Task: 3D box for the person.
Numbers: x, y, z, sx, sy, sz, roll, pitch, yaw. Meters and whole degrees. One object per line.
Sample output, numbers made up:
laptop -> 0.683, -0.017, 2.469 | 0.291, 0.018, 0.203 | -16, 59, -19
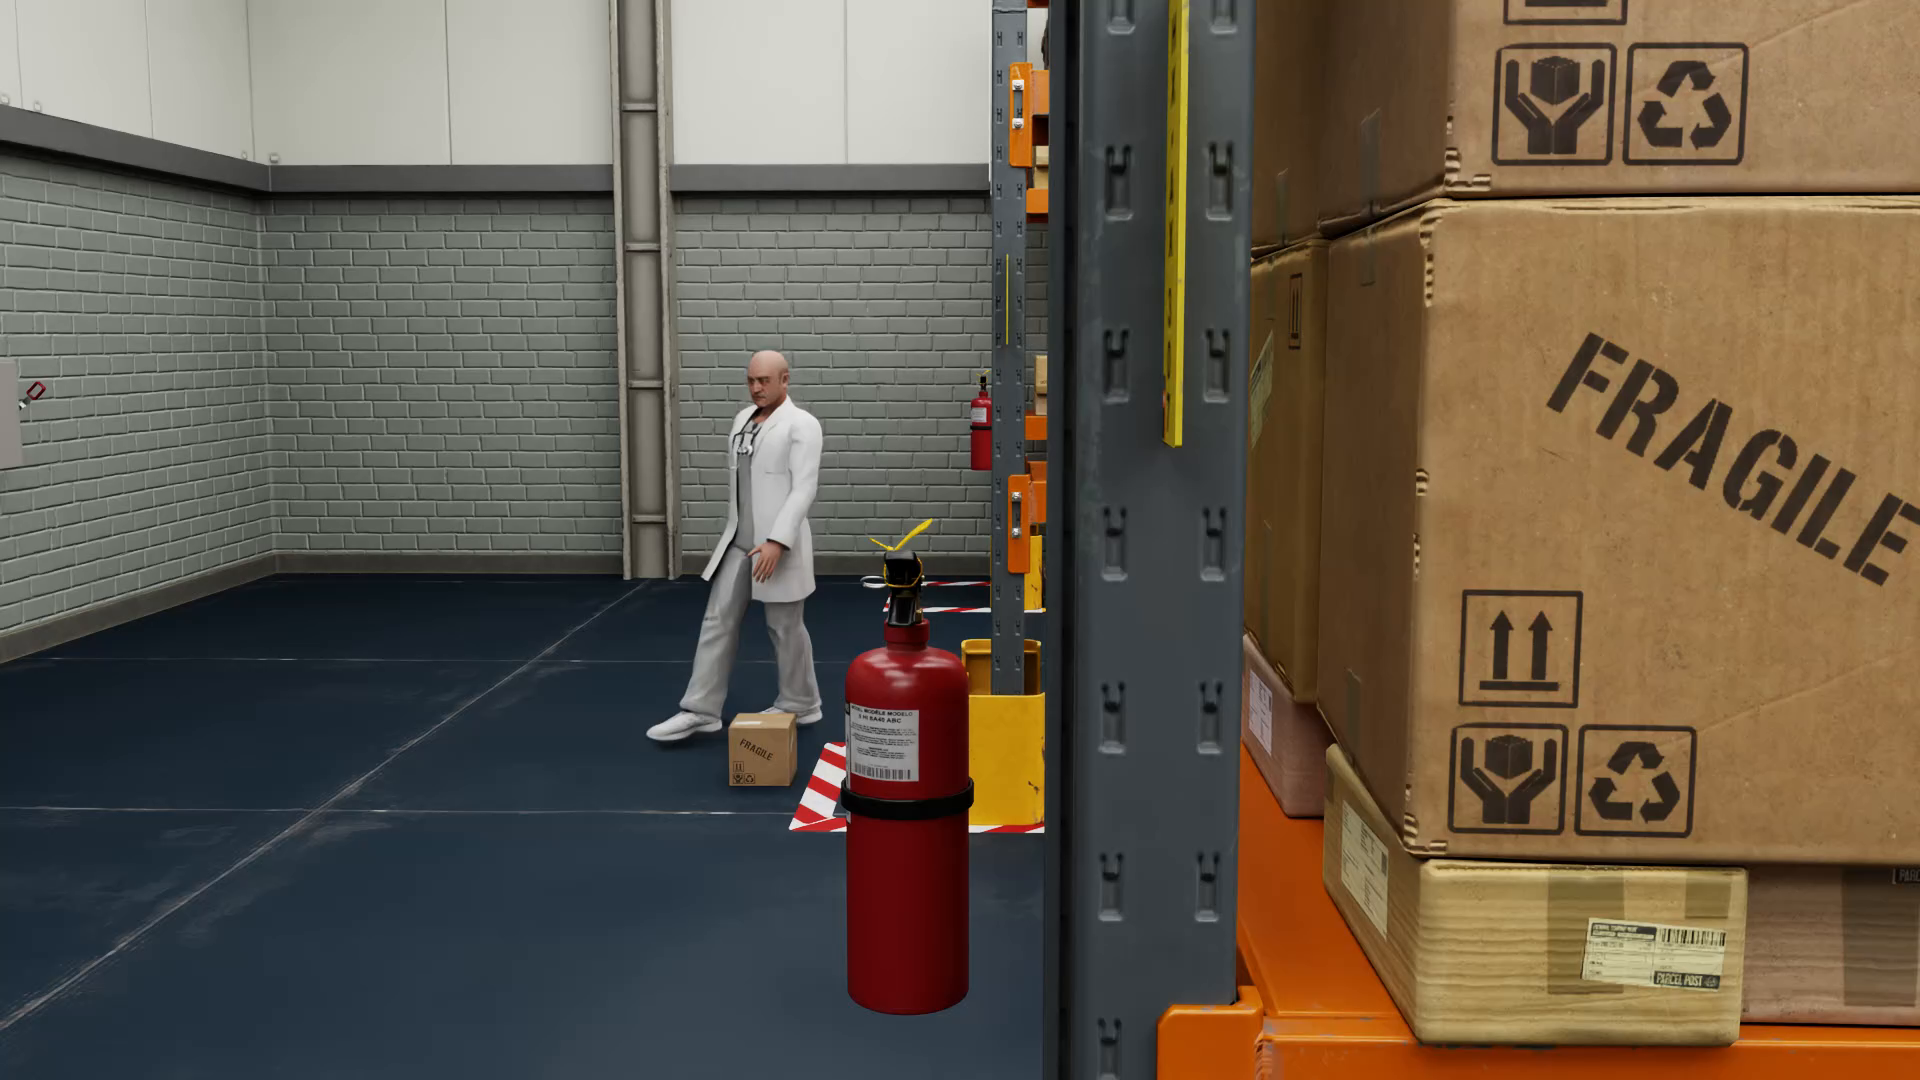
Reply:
person -> -0.941, 0.031, 7.488 | 0.612, 1.764, 0.840 | 5, 9, 38
